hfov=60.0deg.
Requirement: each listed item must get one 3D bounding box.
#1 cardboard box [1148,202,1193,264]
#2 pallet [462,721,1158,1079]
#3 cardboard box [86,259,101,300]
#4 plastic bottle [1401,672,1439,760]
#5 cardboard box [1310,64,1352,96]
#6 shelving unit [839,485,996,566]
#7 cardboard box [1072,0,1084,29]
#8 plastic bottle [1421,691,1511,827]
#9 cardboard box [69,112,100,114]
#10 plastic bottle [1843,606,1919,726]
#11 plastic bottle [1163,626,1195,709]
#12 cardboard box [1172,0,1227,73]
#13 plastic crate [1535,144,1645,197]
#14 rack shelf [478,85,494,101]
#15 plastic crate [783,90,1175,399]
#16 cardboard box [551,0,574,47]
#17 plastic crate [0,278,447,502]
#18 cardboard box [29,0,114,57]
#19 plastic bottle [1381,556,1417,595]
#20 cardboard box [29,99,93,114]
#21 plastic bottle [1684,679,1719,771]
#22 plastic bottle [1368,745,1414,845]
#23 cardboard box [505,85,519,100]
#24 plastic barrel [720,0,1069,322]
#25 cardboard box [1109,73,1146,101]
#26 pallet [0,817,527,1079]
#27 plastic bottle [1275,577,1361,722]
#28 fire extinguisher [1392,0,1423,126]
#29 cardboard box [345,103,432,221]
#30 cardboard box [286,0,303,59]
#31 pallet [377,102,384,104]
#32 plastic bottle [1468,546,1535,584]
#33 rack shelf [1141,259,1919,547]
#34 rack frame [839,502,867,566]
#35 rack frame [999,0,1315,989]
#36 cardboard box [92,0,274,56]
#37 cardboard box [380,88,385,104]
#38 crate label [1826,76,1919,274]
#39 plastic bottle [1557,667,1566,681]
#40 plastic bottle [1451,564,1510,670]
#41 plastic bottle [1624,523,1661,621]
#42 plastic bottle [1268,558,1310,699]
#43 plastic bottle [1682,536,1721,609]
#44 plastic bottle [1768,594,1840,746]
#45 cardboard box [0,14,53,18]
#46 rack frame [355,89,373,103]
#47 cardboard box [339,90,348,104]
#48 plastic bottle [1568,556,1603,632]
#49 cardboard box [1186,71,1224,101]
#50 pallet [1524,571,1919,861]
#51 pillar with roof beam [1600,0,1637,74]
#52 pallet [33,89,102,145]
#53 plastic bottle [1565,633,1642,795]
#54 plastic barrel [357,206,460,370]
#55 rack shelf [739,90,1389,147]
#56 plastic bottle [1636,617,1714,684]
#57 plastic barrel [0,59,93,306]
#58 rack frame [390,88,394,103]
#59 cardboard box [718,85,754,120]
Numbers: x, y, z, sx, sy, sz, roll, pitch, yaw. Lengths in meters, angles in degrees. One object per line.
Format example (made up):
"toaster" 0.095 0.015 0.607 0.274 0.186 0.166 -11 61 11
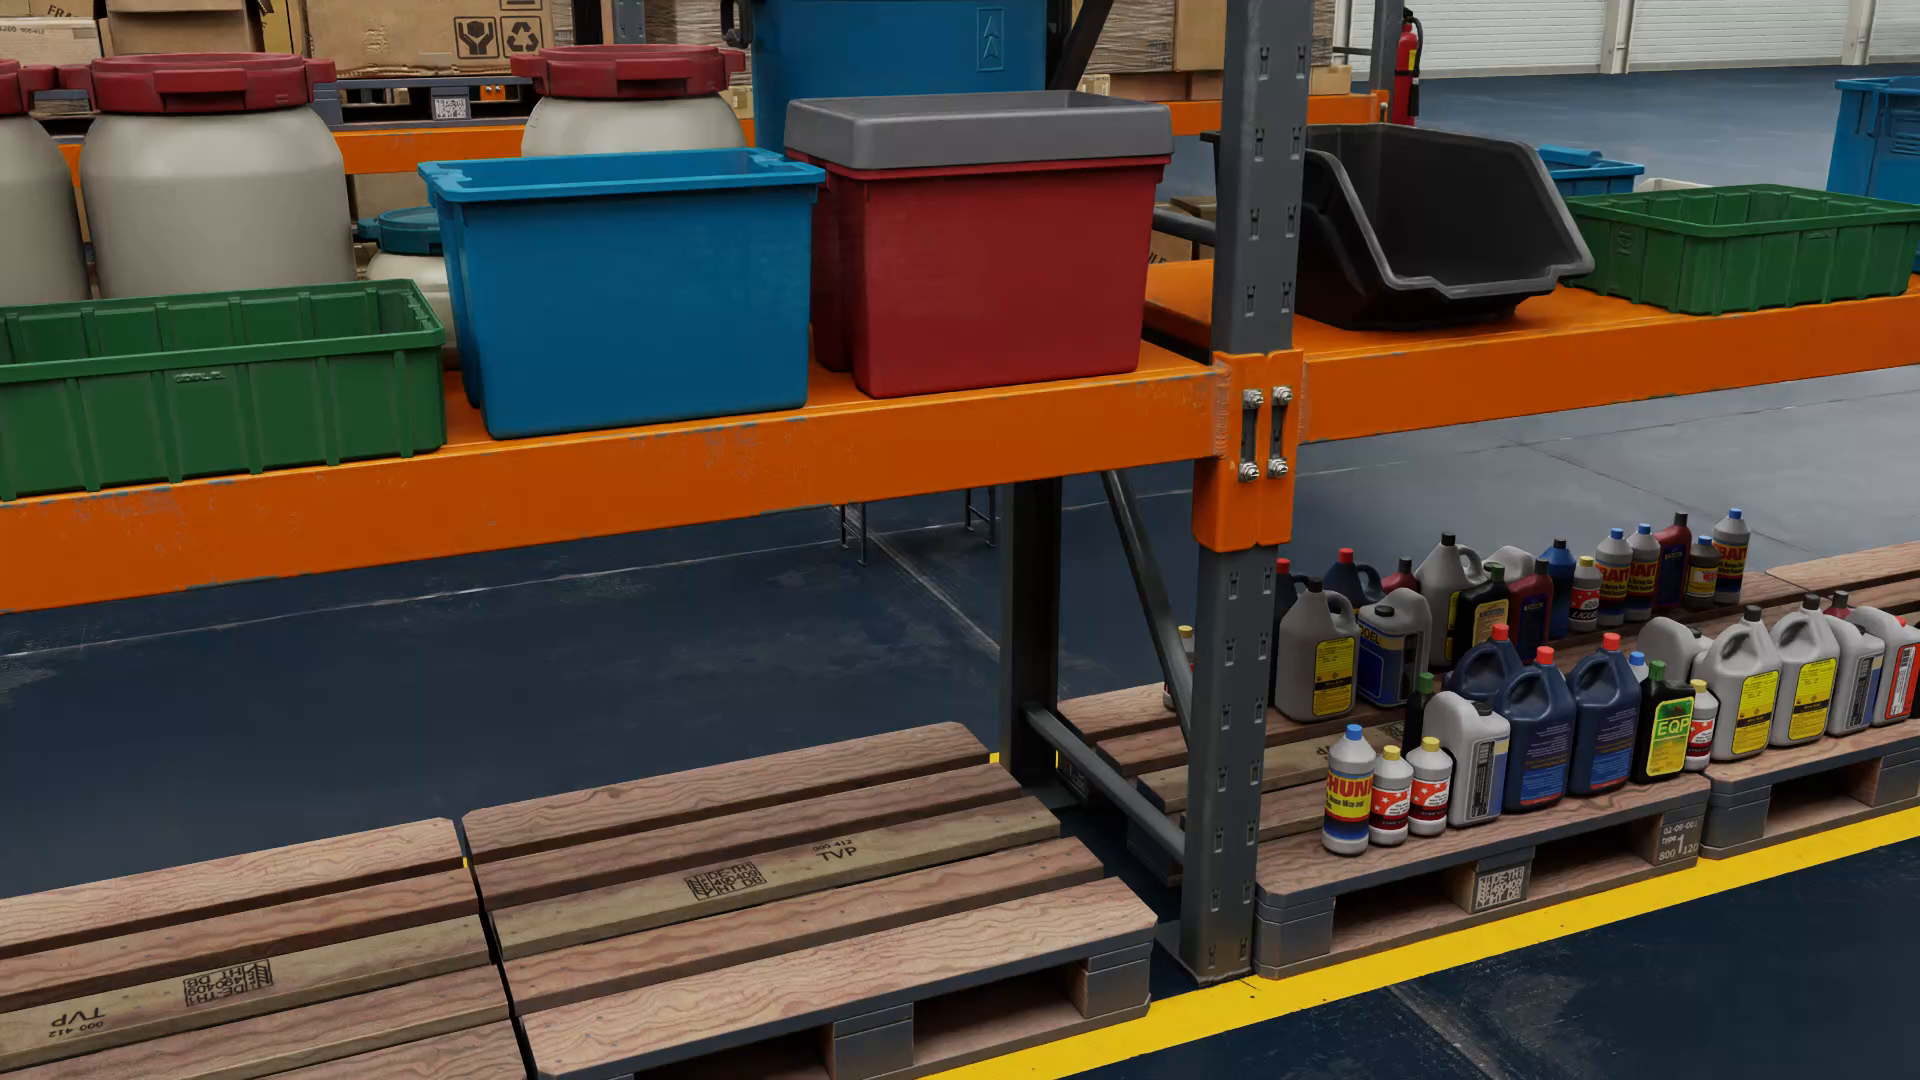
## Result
"cardboard box" 0.946 -1.545 9.025 0.500 0.500 0.500 -3 20 -8
"pallet" -0.355 0.775 3.504 1.213 0.211 1.003 -8 21 -22
"cardboard box" -3.655 -0.916 7.209 0.500 0.500 0.700 -6 20 -17
"plastic bottle" 1.060 0.427 3.721 0.133 0.283 0.061 -8 21 -22
"cardboard box" 1.882 -2.473 8.908 0.250 0.149 0.380 -8 21 -22
"shelving unit" -0.152 -0.544 5.761 0.503 1.200 0.258 -8 21 -22
"cardboard box" 0.194 -2.599 8.287 0.500 0.500 0.875 -8 21 -22
"plastic bottle" 1.103 0.462 3.631 0.135 0.276 0.152 -7 21 -20
"cardboard box" -8.012 -3.791 15.597 0.625 0.372 0.950 -9 21 -23
"plastic bottle" 2.268 0.295 4.105 0.135 0.276 0.152 -8 21 -22
"plastic bottle" 0.560 0.314 4.165 0.097 0.201 0.097 0 19 0
"cardboard box" 1.134 -2.713 8.613 0.500 0.500 0.875 -8 21 -22
"plastic crate" 1.259 -0.814 4.041 0.616 0.251 0.499 -8 21 -22
"rack shelf" -5.320 -3.089 11.363 4.000 0.370 1.077 -8 21 -22
"plastic crate" 0.027 -0.529 2.911 0.583 0.464 0.402 -8 21 -22
"cardboard box" -3.149 -3.815 12.114 0.550 0.550 0.875 -8 21 -22
"plastic crate" -1.137 -0.240 2.508 0.662 0.188 0.450 -8 21 -22
"cardboard box" -5.708 -3.323 10.794 0.500 0.500 0.500 -8 21 -22
"plastic bottle" 1.137 0.186 4.404 0.133 0.283 0.061 -7 20 -18
"cardboard box" -10.601 -5.331 19.589 0.625 0.625 0.875 -7 21 -20
"plastic bottle" 1.699 0.422 3.857 0.097 0.201 0.097 0 19 0
"plastic bottle" 0.910 0.535 3.537 0.097 0.201 0.097 0 19 0
"cardboard box" -2.878 -2.949 12.448 0.875 0.875 0.875 -8 21 -21
"plastic barrel" -0.124 -0.934 3.402 0.708 0.901 0.600 -8 21 -22
"cardboard box" 0.740 -2.304 8.427 0.250 0.149 0.380 -8 21 -22
"pallet" -1.477 0.937 3.044 1.213 0.211 1.003 -8 21 -22
"plastic bottle" 0.885 0.258 4.100 0.185 0.351 0.144 -8 21 -22
"fire extinguisher" 2.349 -2.530 8.808 0.183 0.674 0.296 -8 21 -22
"cardboard box" -4.018 -2.720 11.985 0.750 0.750 1.050 -8 21 -22
"cardboard box" -4.320 -3.522 11.359 0.500 0.500 0.500 -8 21 -23
"pallet" -6.759 -5.478 21.262 1.213 0.211 1.003 -8 21 -22
"plastic bottle" 1.451 0.161 4.487 0.135 0.276 0.152 -8 21 -21
"rack shelf" 2.187 -0.579 4.234 4.000 0.370 1.077 -8 21 -22
"rack frame" -0.376 -0.512 5.670 0.015 1.200 0.240 -8 21 -22
"rack frame" 0.350 -0.656 3.367 0.127 3.000 1.000 -8 21 -22
"cardboard box" -3.167 -2.157 6.843 0.637 0.503 0.797 -6 20 -16
"cardboard box" -7.141 -5.728 21.281 0.500 0.250 0.500 -8 21 -21
"crate label" 2.440 -0.874 3.934 0.616 0.435 0.502 -8 21 -22
"plastic bottle" 1.341 0.388 3.848 0.097 0.271 0.097 0 19 0
"plastic bottle" 1.365 0.206 4.349 0.133 0.283 0.061 -8 21 -22
"plastic bottle" 1.920 0.086 4.706 0.097 0.271 0.097 0 19 0
"plastic bottle" 0.828 0.214 4.225 0.185 0.351 0.144 -9 21 -23
"plastic bottle" 2.140 0.088 4.807 0.097 0.201 0.097 0 19 0
"plastic bottle" 1.990 0.301 3.975 0.185 0.351 0.144 -7 21 -20
"cardboard box" -3.860 -2.076 6.972 0.258 0.266 0.396 -9 21 -23
"rack frame" -7.506 -6.701 20.538 0.127 3.000 1.000 -8 21 -22
"cardboard box" -7.981 -5.707 20.658 0.625 0.625 0.875 -7 21 -20
"plastic bottle" 1.738 0.145 4.644 0.097 0.201 0.097 0 19 0
"cardboard box" 1.207 -2.364 8.597 0.250 0.149 0.380 -8 21 -22
"pallet" 2.106 0.422 4.505 1.213 0.211 1.003 -8 21 -22
"pillar with roof beam" 13.403 -11.296 24.553 0.400 9.000 9.100 -8 21 -22
"pallet" -3.483 -1.822 6.970 1.213 0.211 1.003 -8 21 -22
"plastic bottle" 1.429 0.382 3.747 0.185 0.351 0.144 -9 21 -24
"plastic barrel" -0.926 -0.463 3.029 0.301 0.262 0.301 0 19 0
"rack shelf" 0.225 -2.090 8.524 4.000 0.370 1.077 -8 21 -22
"plastic bottle" 1.738 0.319 4.037 0.135 0.276 0.152 -8 21 -22
"plastic barrel" -1.686 -0.507 2.742 0.433 0.535 0.433 0 19 0
"rack frame" -5.537 -5.188 16.240 0.127 3.000 1.000 -8 21 -22
"cardboard box" -1.060 -2.013 7.601 0.250 0.149 0.380 -8 21 -22
